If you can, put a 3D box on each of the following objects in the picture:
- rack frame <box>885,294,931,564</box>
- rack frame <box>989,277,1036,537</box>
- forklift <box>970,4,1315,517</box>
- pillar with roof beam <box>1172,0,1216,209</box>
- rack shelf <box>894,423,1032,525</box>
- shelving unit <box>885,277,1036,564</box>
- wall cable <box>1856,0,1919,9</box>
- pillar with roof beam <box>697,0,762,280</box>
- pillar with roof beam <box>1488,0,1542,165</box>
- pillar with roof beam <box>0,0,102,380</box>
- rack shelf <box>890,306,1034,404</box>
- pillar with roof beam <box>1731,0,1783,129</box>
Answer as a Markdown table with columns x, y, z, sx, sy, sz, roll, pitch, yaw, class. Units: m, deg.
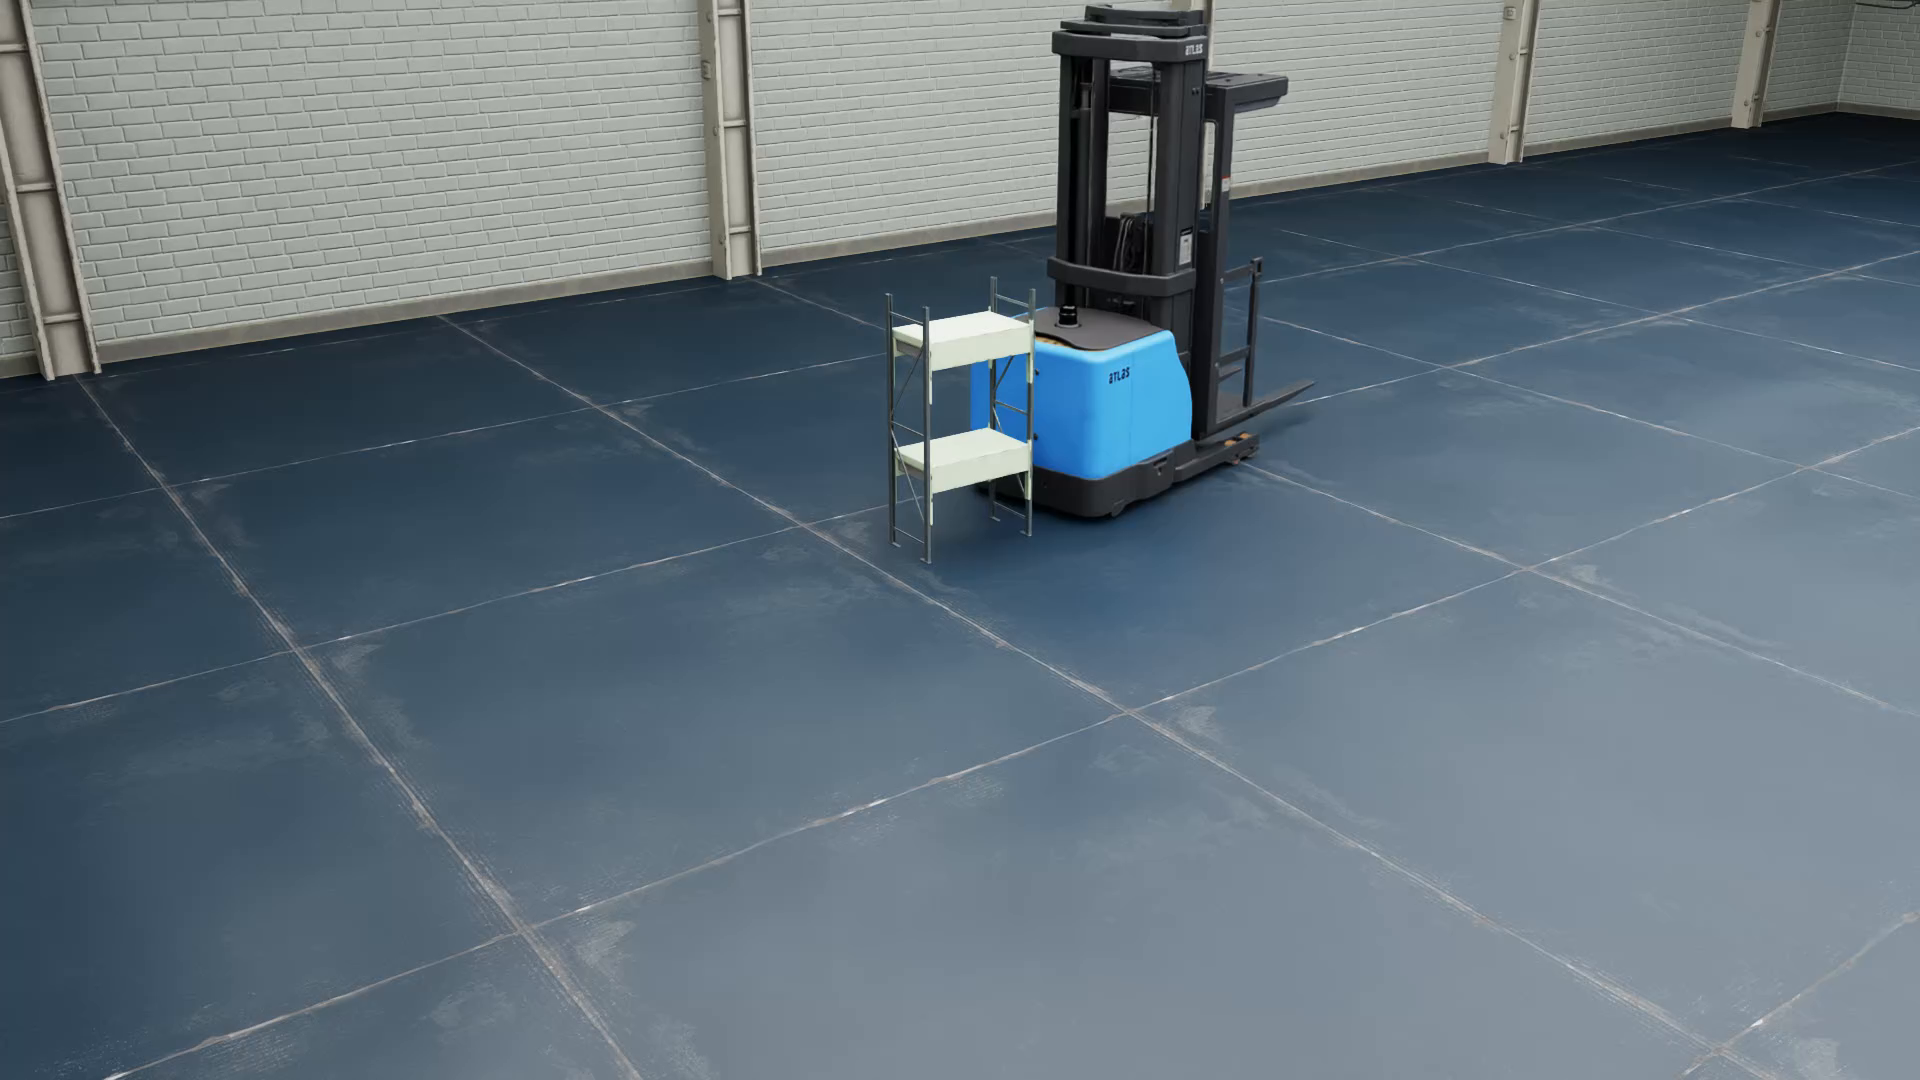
| x | y | z | sx | sy | sz | roll | pitch | yaw | class |
| --- | --- | --- | --- | --- | --- | --- | --- | --- | --- |
| -0.292 | -0.619 | 9.424 | 0.023 | 1.500 | 0.400 | -15 | 26 | -33 | rack frame |
| 0.303 | -0.777 | 9.821 | 0.023 | 1.500 | 0.400 | -15 | 26 | -33 | rack frame |
| 1.383 | -1.970 | 10.879 | 1.130 | 2.935 | 3.031 | 17 | 28 | 37 | forklift |
| 5.173 | -6.819 | 14.844 | 0.400 | 9.000 | 9.100 | -15 | 26 | -33 | pillar with roof beam |
| 0.005 | -0.395 | 9.743 | 0.720 | 0.370 | 0.431 | -15 | 26 | -33 | rack shelf |
| 0.005 | -0.698 | 9.622 | 0.755 | 1.500 | 0.431 | -15 | 26 | -33 | shelving unit |
| 15.564 | -9.509 | 25.775 | 0.112 | 2.526 | 3.097 | -15 | 26 | -33 | wall cable |
| 0.303 | -5.521 | 11.589 | 0.400 | 9.000 | 9.100 | -15 | 26 | -33 | pillar with roof beam |
| 10.044 | -8.118 | 18.098 | 0.400 | 9.000 | 9.100 | -15 | 26 | -33 | pillar with roof beam |
| -4.568 | -4.222 | 8.335 | 0.400 | 9.000 | 9.100 | -15 | 26 | -33 | pillar with roof beam |
| 0.005 | -1.061 | 9.477 | 0.720 | 0.370 | 0.431 | -15 | 26 | -33 | rack shelf |
| 14.914 | -9.417 | 21.353 | 0.400 | 9.000 | 9.100 | -15 | 26 | -33 | pillar with roof beam |
